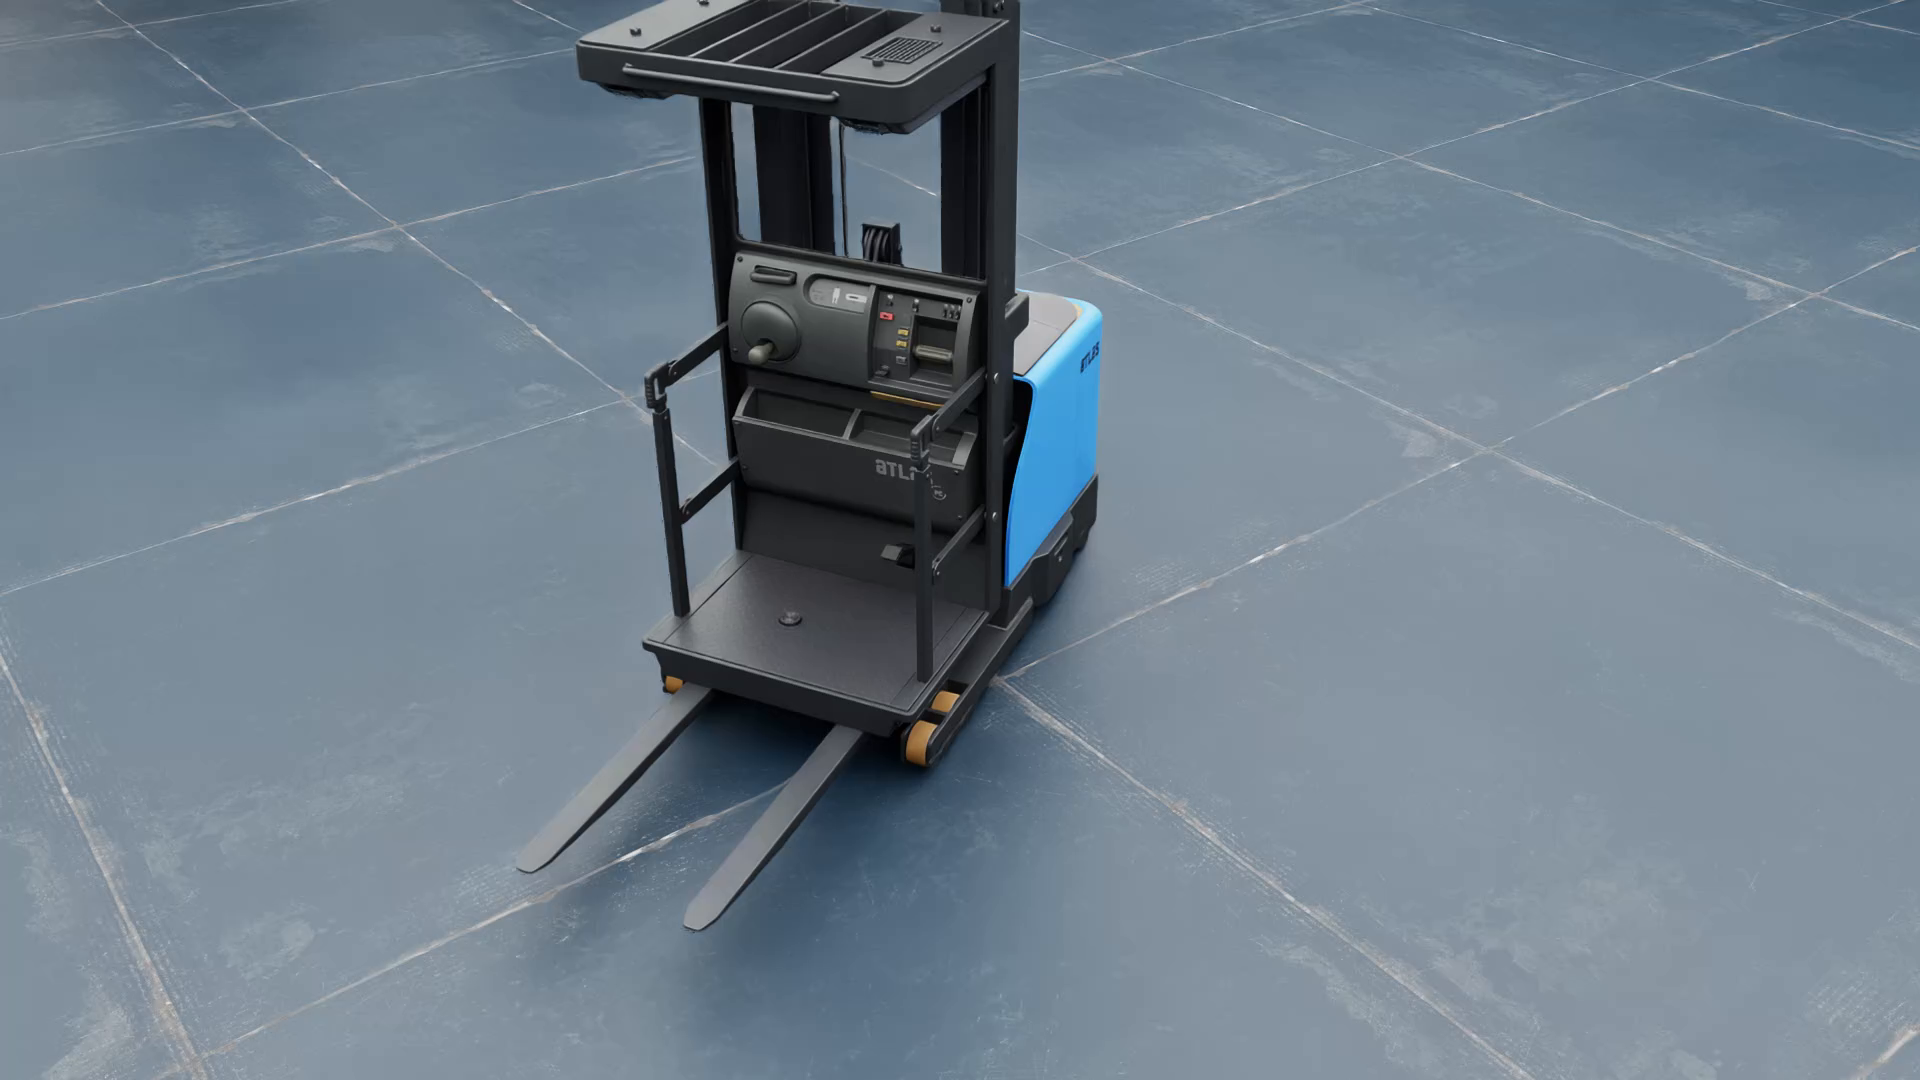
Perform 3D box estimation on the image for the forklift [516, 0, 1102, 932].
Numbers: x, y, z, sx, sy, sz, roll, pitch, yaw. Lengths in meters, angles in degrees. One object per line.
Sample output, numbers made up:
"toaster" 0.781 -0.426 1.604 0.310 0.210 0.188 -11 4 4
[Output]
"forklift" -0.466 -0.692 5.586 1.130 2.935 3.031 13 34 20
